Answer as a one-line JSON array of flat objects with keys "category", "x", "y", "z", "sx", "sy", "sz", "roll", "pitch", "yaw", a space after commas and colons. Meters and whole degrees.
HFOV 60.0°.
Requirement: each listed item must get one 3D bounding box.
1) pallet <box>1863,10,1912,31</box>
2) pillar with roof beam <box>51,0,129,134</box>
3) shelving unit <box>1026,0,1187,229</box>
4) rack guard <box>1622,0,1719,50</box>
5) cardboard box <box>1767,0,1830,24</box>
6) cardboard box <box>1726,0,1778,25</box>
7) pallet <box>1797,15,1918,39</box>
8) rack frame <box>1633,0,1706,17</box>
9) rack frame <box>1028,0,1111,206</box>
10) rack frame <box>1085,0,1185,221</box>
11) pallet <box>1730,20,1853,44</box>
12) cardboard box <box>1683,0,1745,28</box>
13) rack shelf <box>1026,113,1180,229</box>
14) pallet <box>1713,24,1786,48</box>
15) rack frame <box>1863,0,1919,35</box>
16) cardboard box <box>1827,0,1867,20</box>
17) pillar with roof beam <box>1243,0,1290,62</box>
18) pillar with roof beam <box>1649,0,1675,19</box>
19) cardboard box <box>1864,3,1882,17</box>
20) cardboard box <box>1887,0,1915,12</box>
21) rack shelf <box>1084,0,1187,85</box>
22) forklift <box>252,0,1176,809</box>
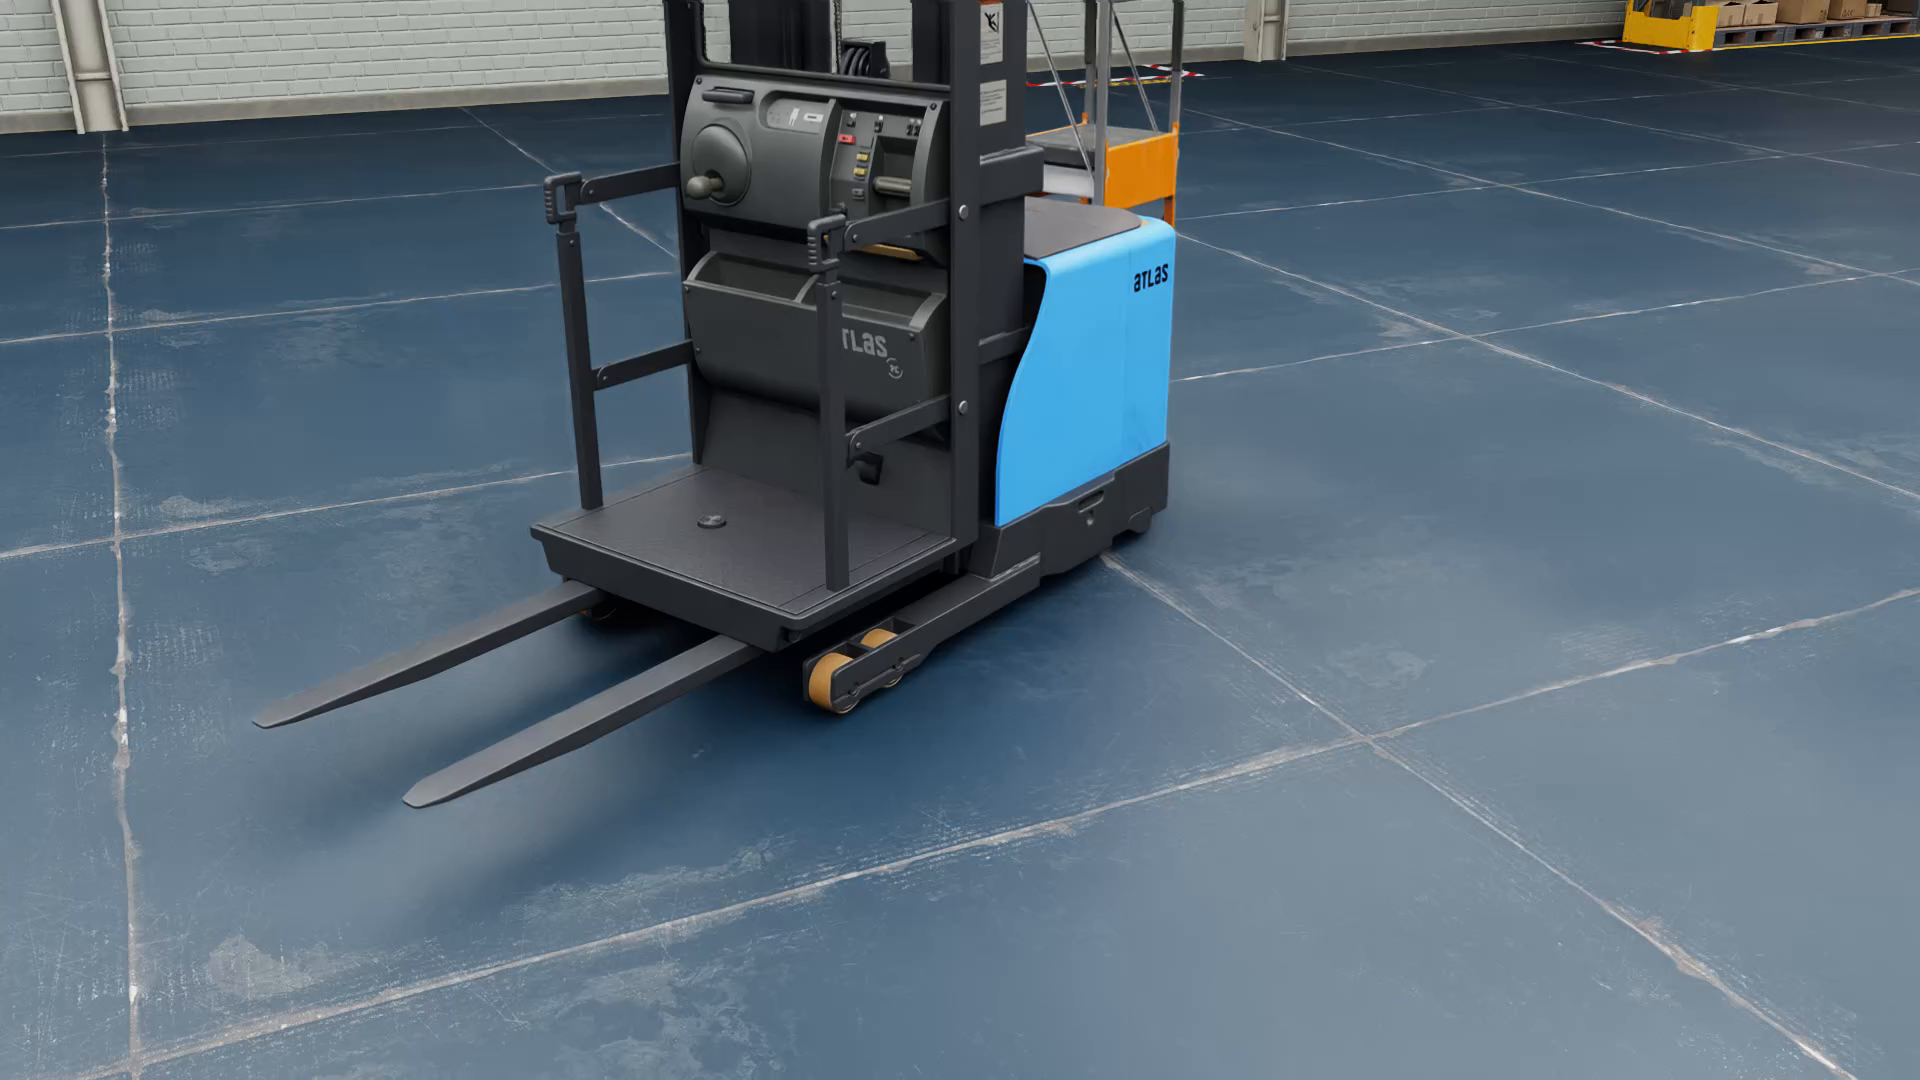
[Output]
[{"category": "pallet", "x": 12.935, "y": -6.975, "z": 22.325, "sx": 1.213, "sy": 0.211, "sz": 1.003, "roll": -10, "pitch": 25, "yaw": -24}, {"category": "pillar with roof beam", "x": -5.467, "y": -6.187, "z": 8.931, "sx": 0.400, "sy": 9.000, "sz": 9.100, "roll": -10, "pitch": 25, "yaw": -24}, {"category": "shelving unit", "x": 0.482, "y": -1.252, "z": 6.028, "sx": 0.431, "sy": 2.100, "sz": 0.503, "roll": 16, "pitch": 27, "yaw": 34}, {"category": "rack guard", "x": 8.698, "y": -6.328, "z": 20.384, "sx": 0.348, "sy": 0.500, "sz": 1.175, "roll": -10, "pitch": 25, "yaw": -24}, {"category": "cardboard box", "x": 10.488, "y": -6.802, "z": 20.952, "sx": 0.500, "sy": 0.500, "sz": 0.700, "roll": -12, "pitch": 25, "yaw": -27}, {"category": "cardboard box", "x": 9.806, "y": -6.610, "z": 20.736, "sx": 0.500, "sy": 0.311, "sz": 0.500, "roll": -8, "pitch": 24, "yaw": -19}, {"category": "pallet", "x": 11.644, "y": -6.722, "z": 21.713, "sx": 1.213, "sy": 0.211, "sz": 1.003, "roll": -10, "pitch": 25, "yaw": -24}, {"category": "rack frame", "x": 8.629, "y": -7.470, "z": 19.875, "sx": 0.127, "sy": 3.000, "sz": 1.000, "roll": -10, "pitch": 25, "yaw": -24}, {"category": "rack frame", "x": 0.334, "y": -1.177, "z": 5.849, "sx": 0.400, "sy": 2.100, "sz": 0.015, "roll": 16, "pitch": 27, "yaw": 34}, {"category": "rack frame", "x": 0.629, "y": -1.326, "z": 6.208, "sx": 0.400, "sy": 2.100, "sz": 0.015, "roll": 16, "pitch": 27, "yaw": 34}, {"category": "pallet", "x": 10.543, "y": -6.518, "z": 21.220, "sx": 1.213, "sy": 0.211, "sz": 1.003, "roll": -10, "pitch": 25, "yaw": -24}, {"category": "cardboard box", "x": 9.292, "y": -6.515, "z": 20.508, "sx": 0.500, "sy": 0.311, "sz": 0.500, "roll": -14, "pitch": 26, "yaw": -30}, {"category": "rack shelf", "x": 0.482, "y": -1.239, "z": 6.034, "sx": 0.431, "sy": 0.518, "sz": 0.480, "roll": 16, "pitch": 27, "yaw": 34}, {"category": "pallet", "x": 9.445, "y": -6.317, "z": 20.735, "sx": 1.213, "sy": 0.211, "sz": 1.003, "roll": -10, "pitch": 25, "yaw": -24}, {"category": "rack frame", "x": 12.234, "y": -8.134, "z": 21.478, "sx": 0.127, "sy": 3.000, "sz": 1.000, "roll": -10, "pitch": 25, "yaw": -24}, {"category": "cardboard box", "x": 11.316, "y": -6.996, "z": 21.423, "sx": 0.500, "sy": 0.500, "sz": 0.500, "roll": -12, "pitch": 26, "yaw": -28}, {"category": "pillar with roof beam", "x": 5.346, "y": -8.178, "z": 13.740, "sx": 0.400, "sy": 9.000, "sz": 9.100, "roll": -10, "pitch": 25, "yaw": -24}, {"category": "pillar with roof beam", "x": 10.752, "y": -9.173, "z": 16.144, "sx": 0.400, "sy": 9.000, "sz": 9.100, "roll": -10, "pitch": 25, "yaw": -24}, {"category": "cardboard box", "x": 11.765, "y": -6.929, "z": 21.697, "sx": 0.250, "sy": 0.166, "sz": 0.380, "roll": -14, "pitch": 26, "yaw": -30}, {"category": "cardboard box", "x": 12.890, "y": -7.310, "z": 22.181, "sx": 0.500, "sy": 0.500, "sz": 0.700, "roll": -10, "pitch": 24, "yaw": -22}, {"category": "rack shelf", "x": 0.482, "y": -1.886, "z": 5.766, "sx": 0.431, "sy": 0.518, "sz": 0.480, "roll": 16, "pitch": 27, "yaw": 34}, {"category": "forklift", "x": -0.563, "y": -1.087, "z": 4.543, "sx": 1.130, "sy": 2.935, "sz": 3.031, "roll": 16, "pitch": 28, "yaw": 34}]
